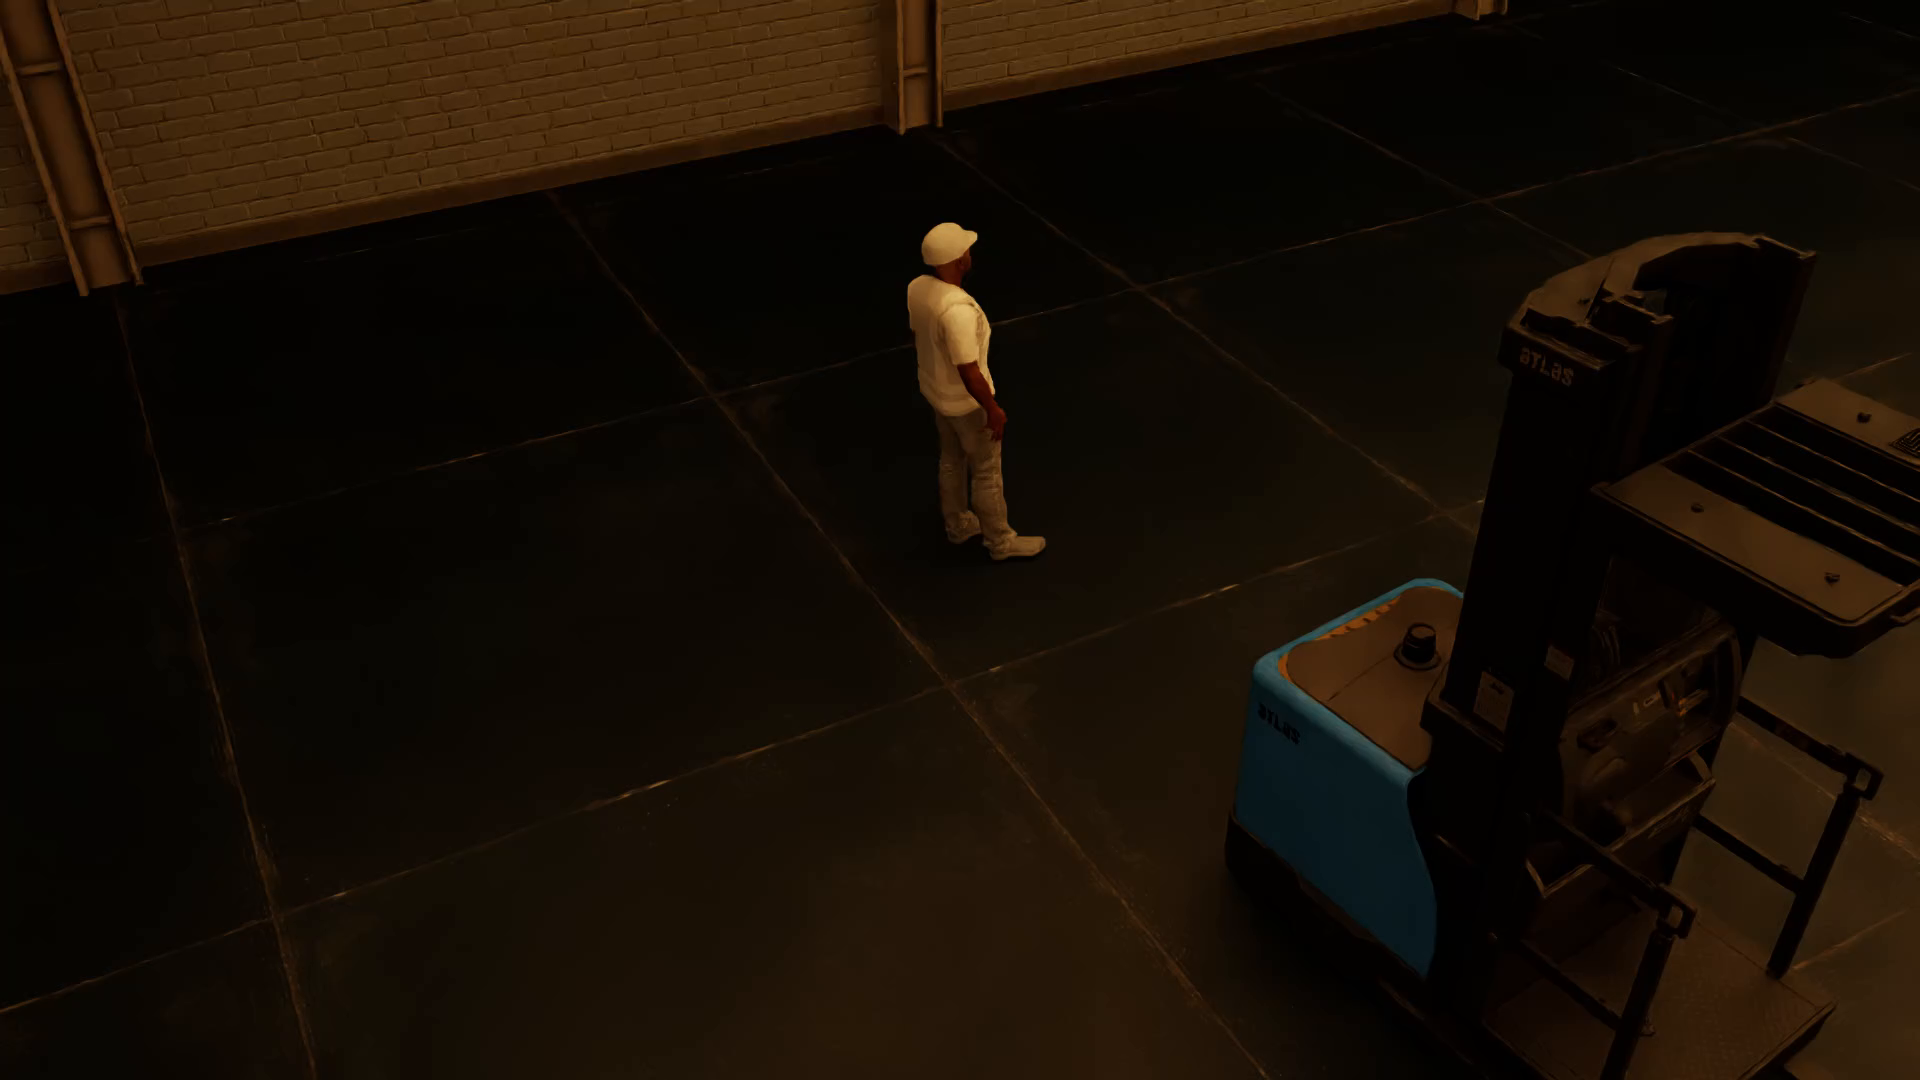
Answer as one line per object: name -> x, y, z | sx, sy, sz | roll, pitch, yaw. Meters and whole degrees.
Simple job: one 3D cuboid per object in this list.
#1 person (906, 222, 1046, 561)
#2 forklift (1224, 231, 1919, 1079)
person -> 0.064, -0.743, 8.171 | 0.576, 1.766, 0.665 | -17, 39, -23
forklift -> 2.336, 0.659, 5.191 | 1.130, 2.935, 3.031 | -22, 41, -28
